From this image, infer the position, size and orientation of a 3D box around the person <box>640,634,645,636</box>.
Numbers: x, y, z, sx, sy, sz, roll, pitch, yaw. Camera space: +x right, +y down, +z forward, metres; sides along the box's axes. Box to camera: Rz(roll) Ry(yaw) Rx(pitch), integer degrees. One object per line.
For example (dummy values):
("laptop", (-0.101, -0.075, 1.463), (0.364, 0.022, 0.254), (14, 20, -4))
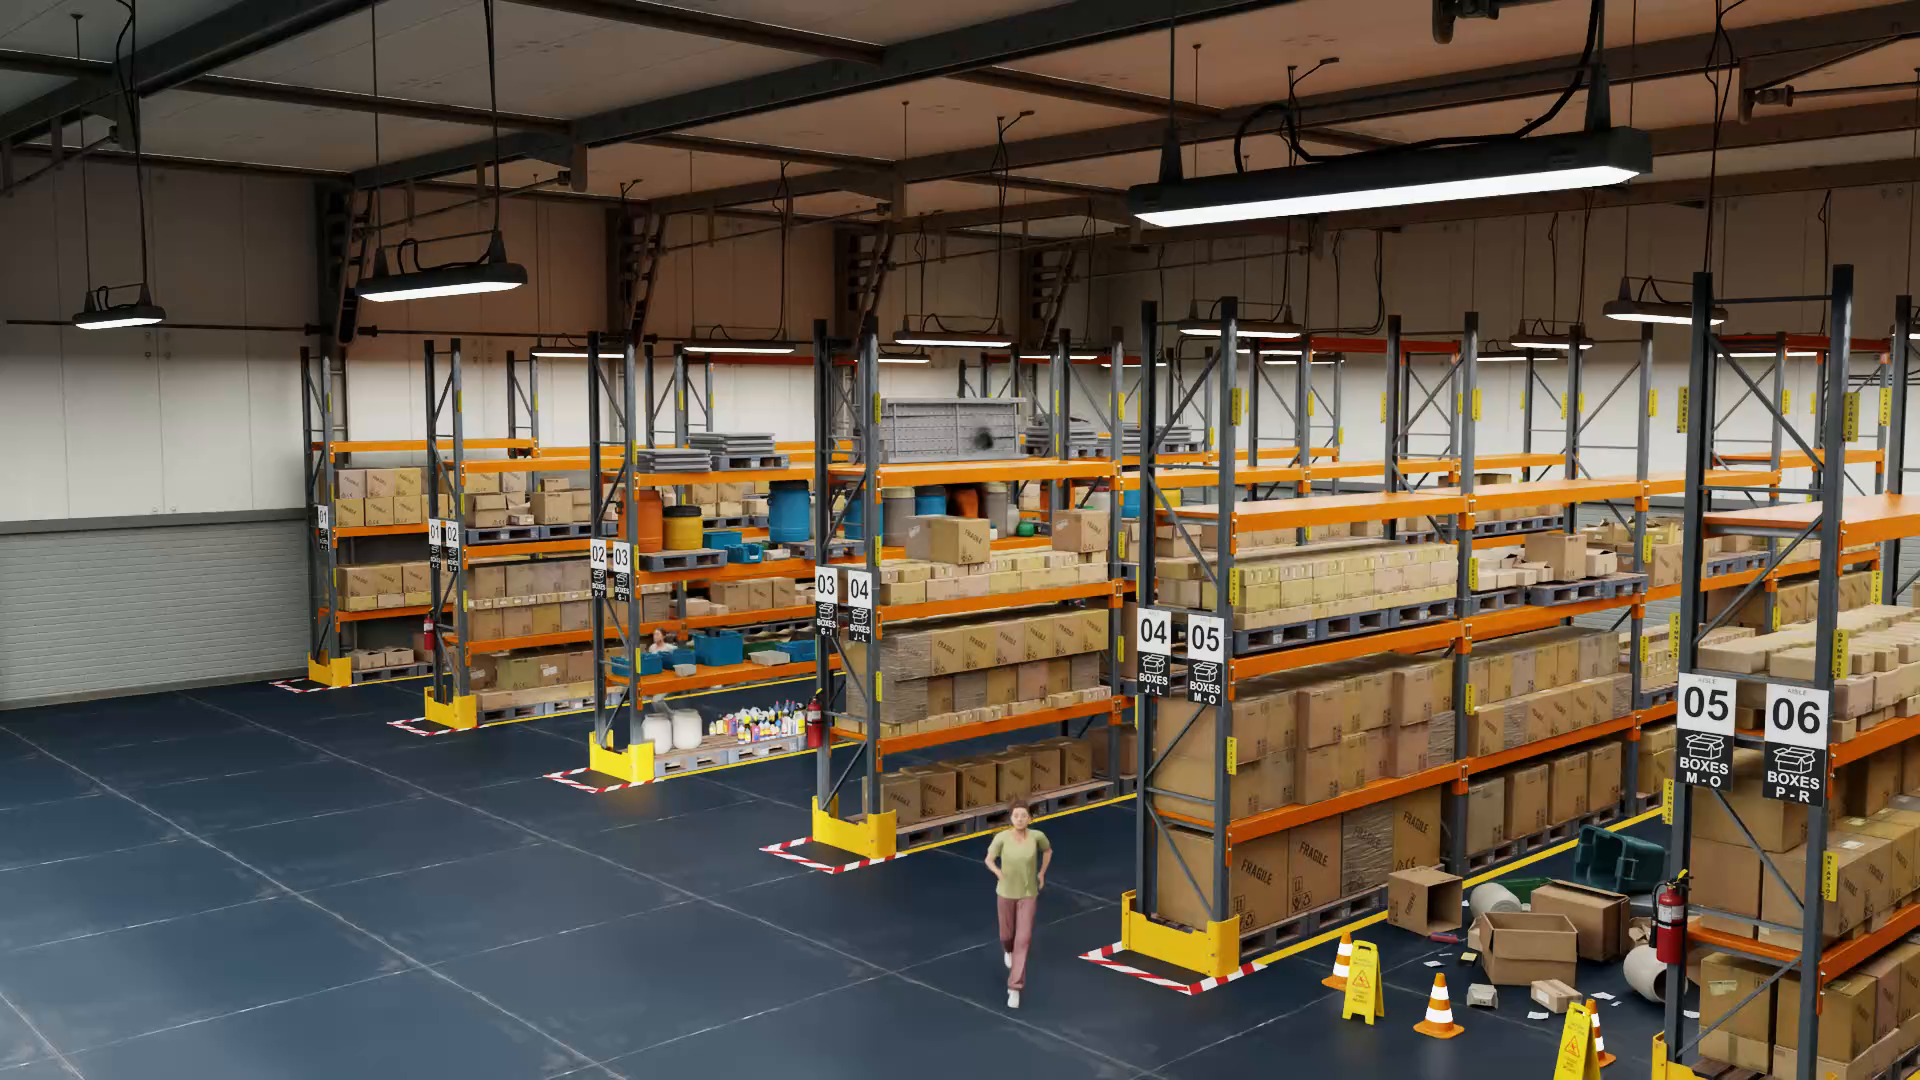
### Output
("person", (-5.875, 1.505, 31.358), (0.656, 1.791, 0.935), (4, 6, 38))

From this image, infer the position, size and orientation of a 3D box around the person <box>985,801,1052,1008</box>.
("person", (0.506, 3.083, 14.368), (0.586, 1.668, 0.930), (0, 5, 2))

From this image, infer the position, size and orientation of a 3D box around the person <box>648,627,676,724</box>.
("person", (-4.550, 2.129, 25.182), (0.562, 1.635, 0.572), (3, 6, 32))
